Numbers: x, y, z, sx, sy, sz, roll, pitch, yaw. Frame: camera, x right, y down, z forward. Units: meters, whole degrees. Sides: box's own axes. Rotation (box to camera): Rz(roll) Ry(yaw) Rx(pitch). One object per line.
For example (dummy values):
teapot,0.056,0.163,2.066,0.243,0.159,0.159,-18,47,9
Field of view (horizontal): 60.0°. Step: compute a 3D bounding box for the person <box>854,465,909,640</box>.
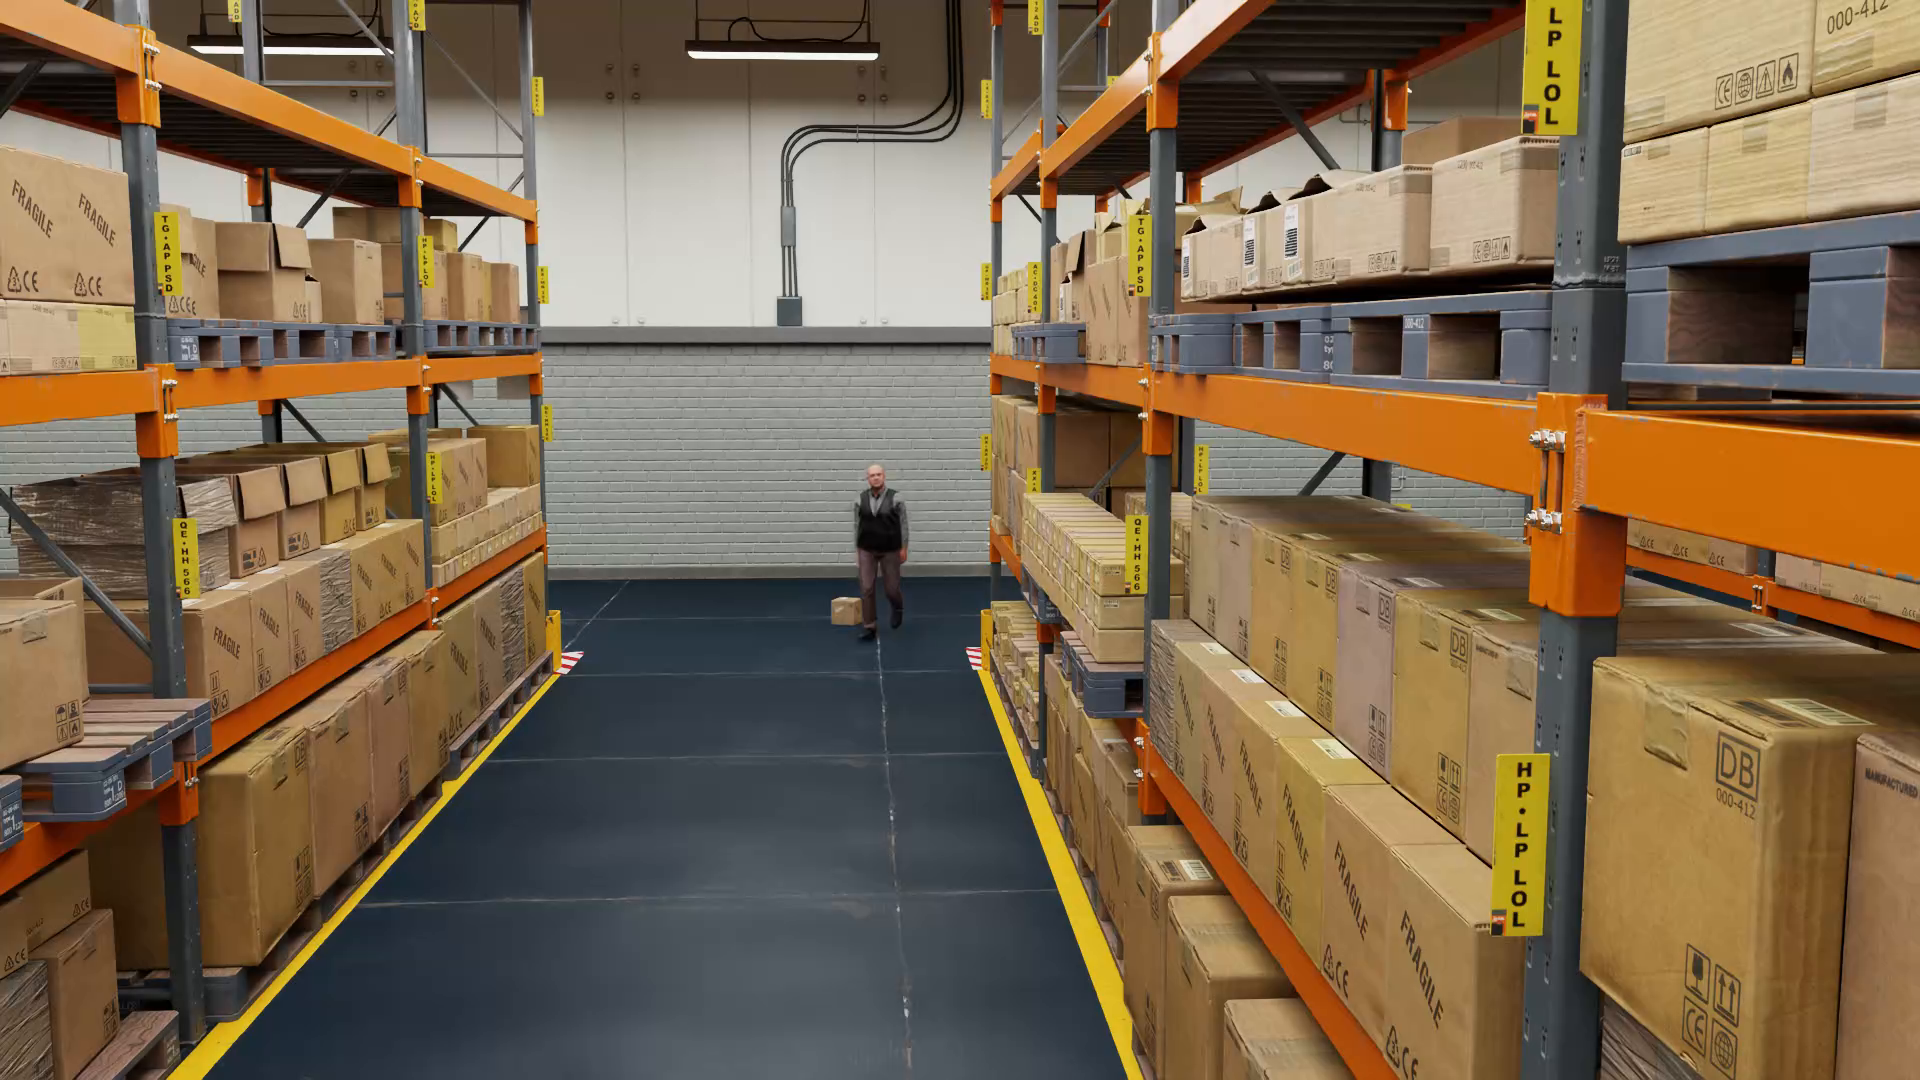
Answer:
person,-0.767,0.111,16.374,0.540,1.708,0.695,1,7,10
